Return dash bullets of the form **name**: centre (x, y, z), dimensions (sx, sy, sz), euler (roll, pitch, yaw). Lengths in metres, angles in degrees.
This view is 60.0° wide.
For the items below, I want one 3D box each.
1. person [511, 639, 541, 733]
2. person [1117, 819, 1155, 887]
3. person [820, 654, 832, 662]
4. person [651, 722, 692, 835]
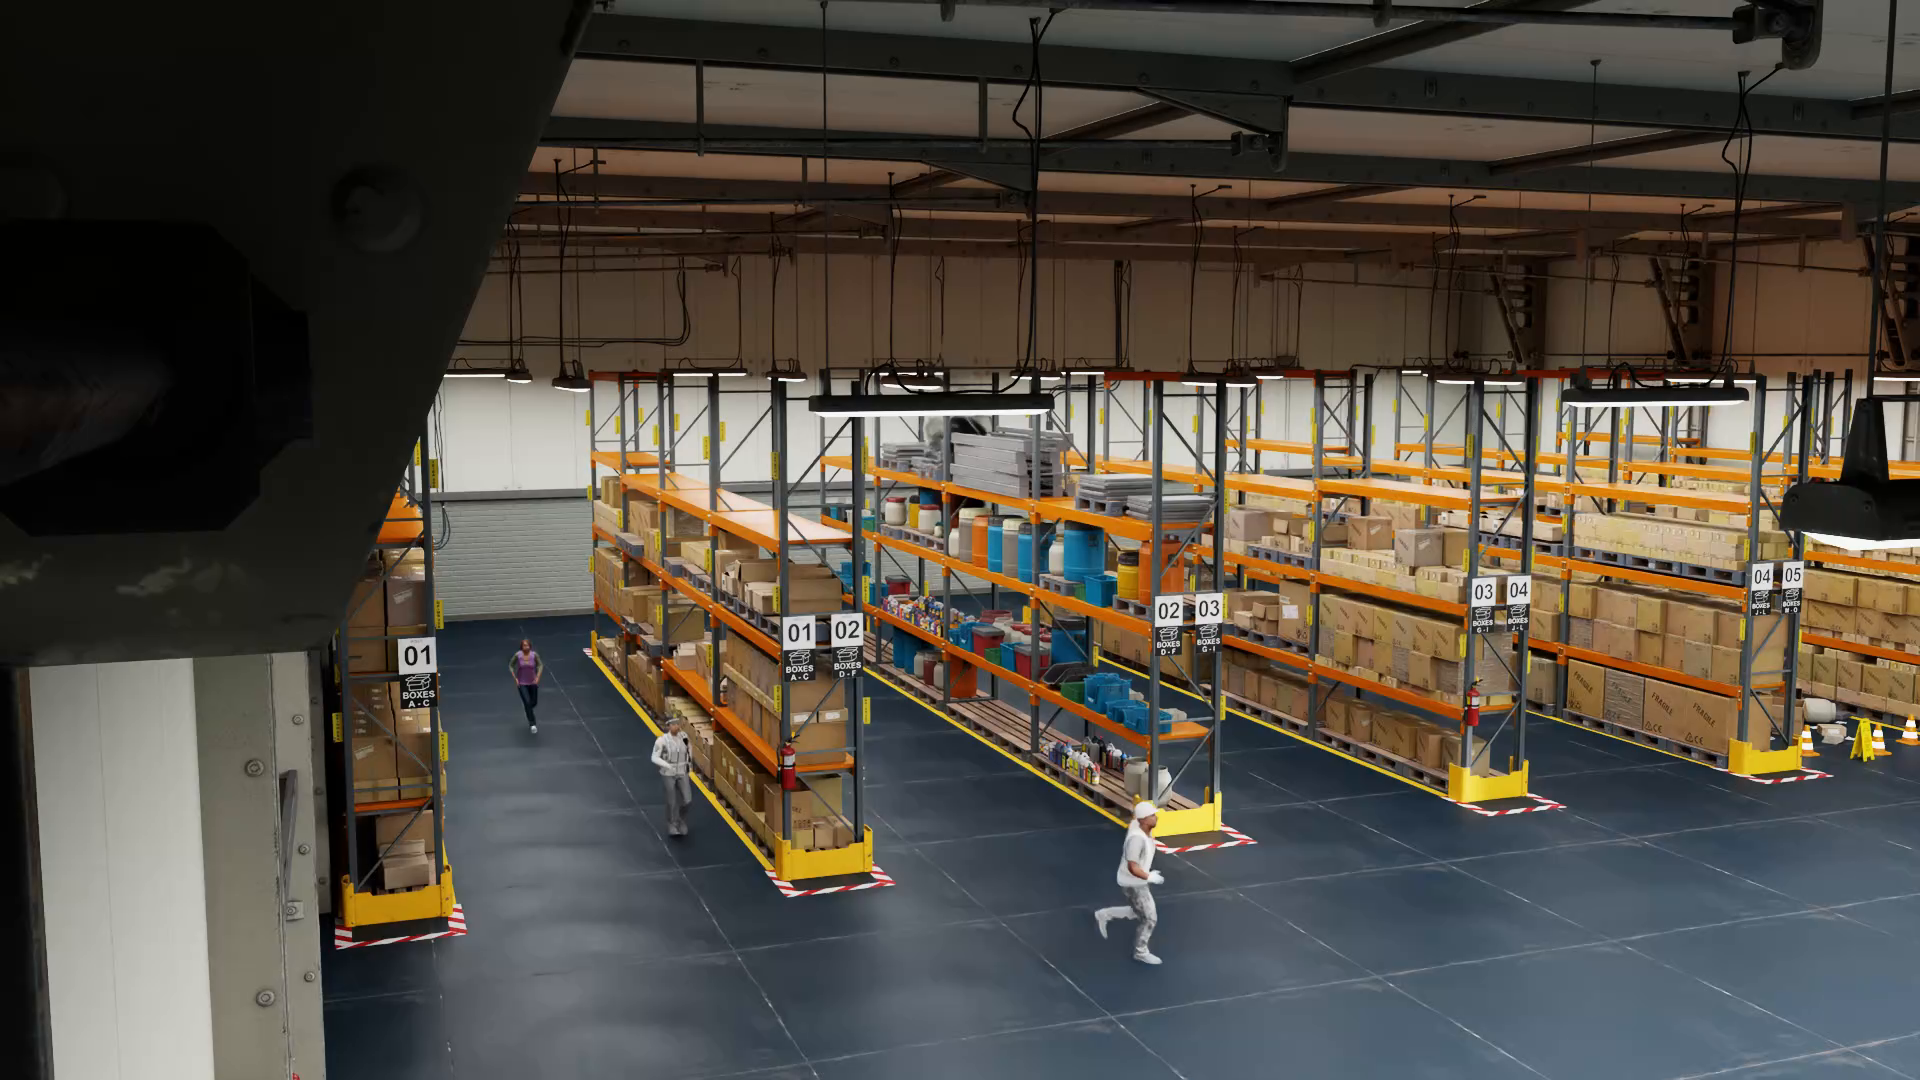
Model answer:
- **person**: centre (-7.340, 2.434, 28.117), dimensions (0.529, 1.576, 0.695), euler (-3, 7, -22)
- **person**: centre (1.828, 3.249, 17.271), dimensions (0.395, 0.639, 0.676), euler (1, 6, 7)
- **person**: centre (-2.483, 1.691, 31.481), dimensions (0.660, 1.796, 0.625), euler (-3, 7, -25)
- **person**: centre (-3.721, 3.096, 21.746), dimensions (0.618, 1.619, 0.597), euler (-3, 7, -27)
